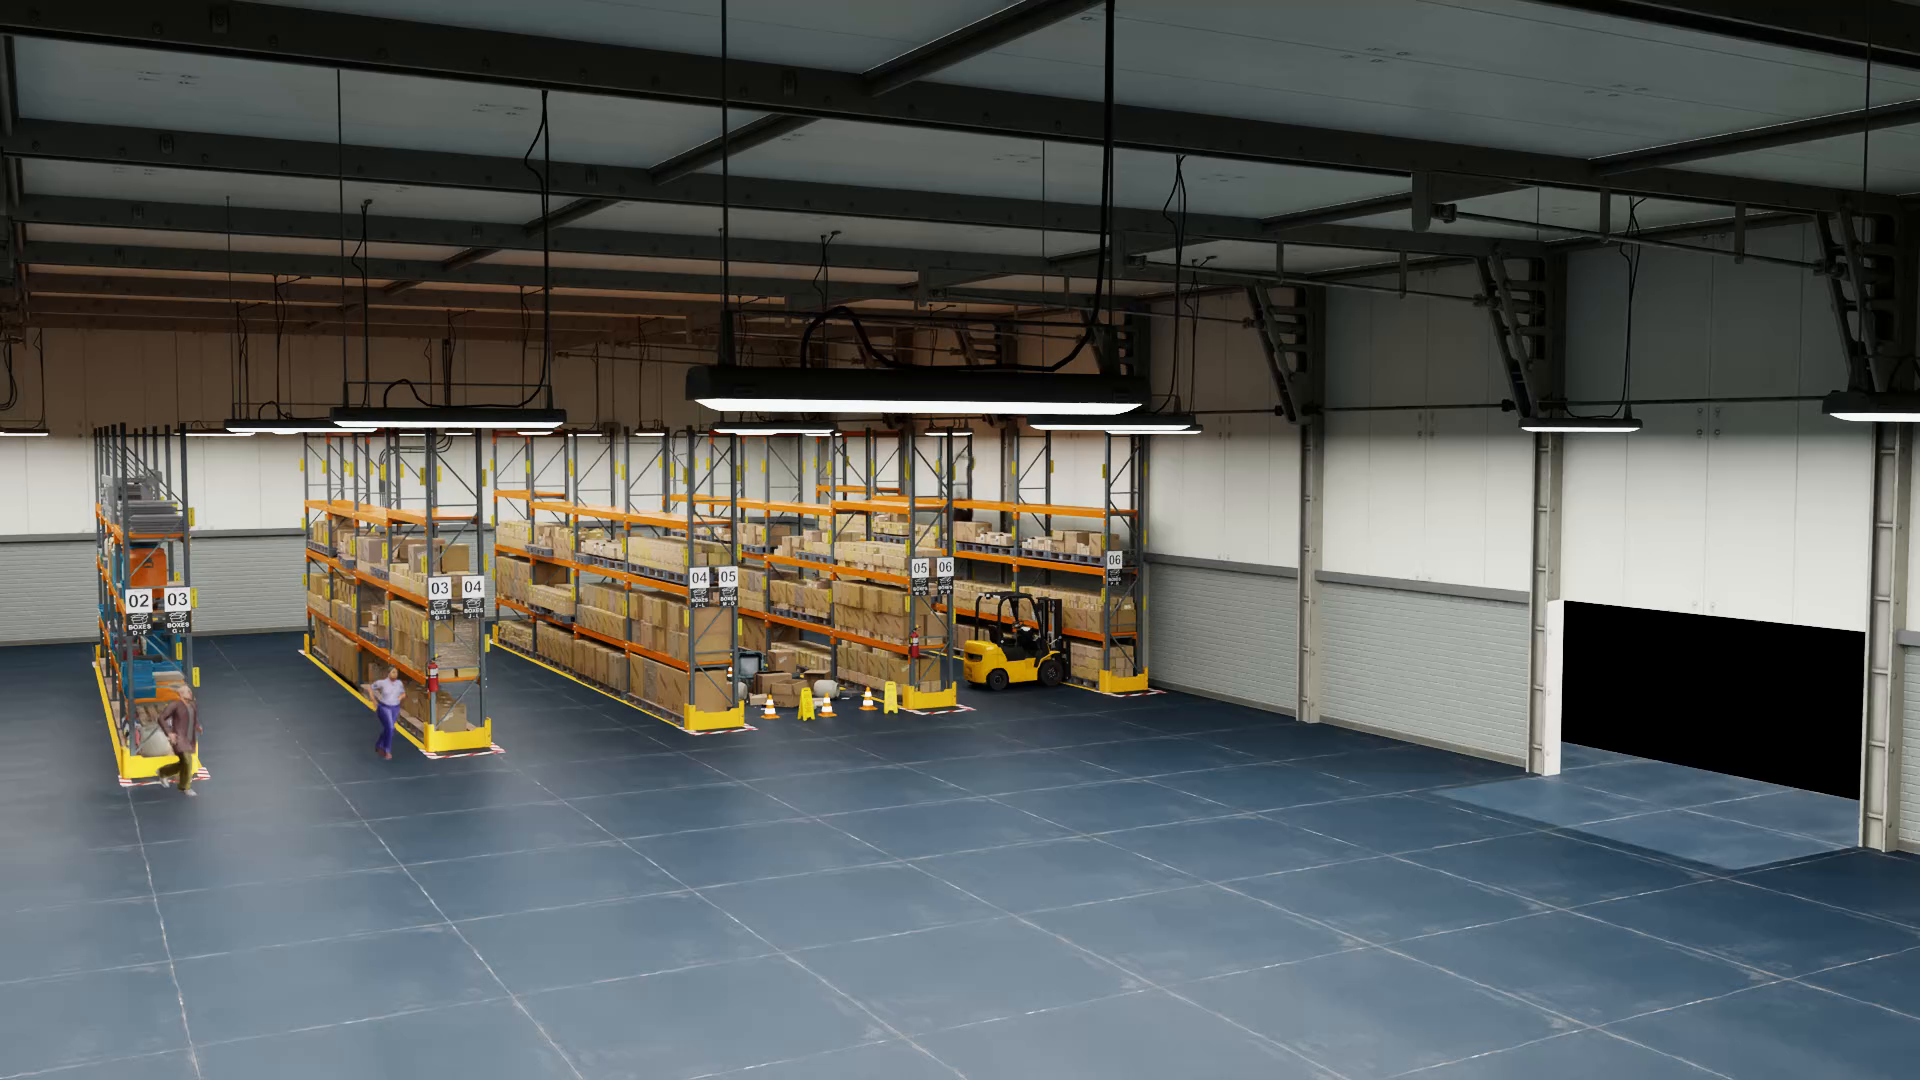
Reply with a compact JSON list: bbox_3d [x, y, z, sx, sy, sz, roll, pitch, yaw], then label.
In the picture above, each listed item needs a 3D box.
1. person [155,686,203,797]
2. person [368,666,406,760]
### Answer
[{"bbox_3d":[-12.617,3.244,26.916,0.859,1.766,0.752,1,4,15],"label":"person"},{"bbox_3d":[-10.304,3.116,29.984,0.694,1.690,0.596,2,4,35],"label":"person"}]
